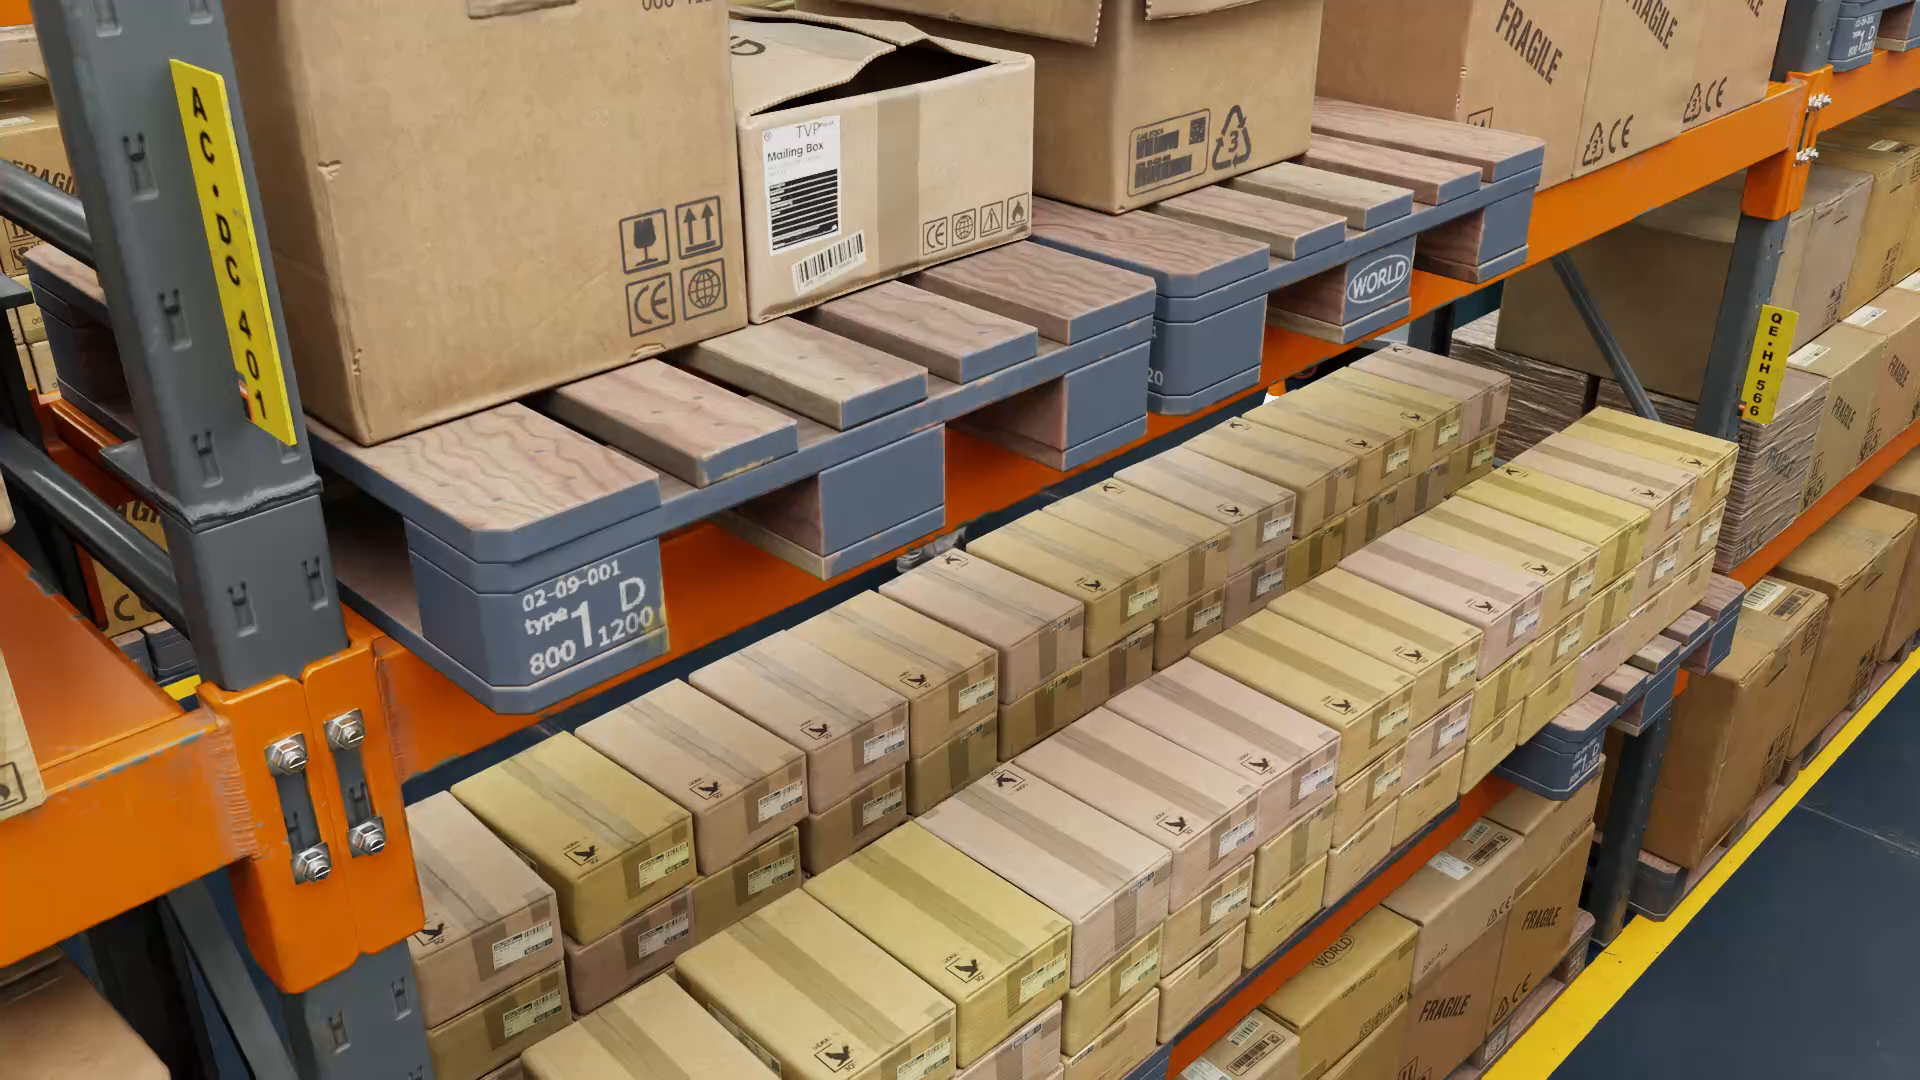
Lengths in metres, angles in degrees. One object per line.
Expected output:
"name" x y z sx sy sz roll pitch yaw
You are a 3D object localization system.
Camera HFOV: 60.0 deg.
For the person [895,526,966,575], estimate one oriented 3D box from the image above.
"person" -0.053 -0.664 7.376 0.491 1.778 0.587 24 36 38
